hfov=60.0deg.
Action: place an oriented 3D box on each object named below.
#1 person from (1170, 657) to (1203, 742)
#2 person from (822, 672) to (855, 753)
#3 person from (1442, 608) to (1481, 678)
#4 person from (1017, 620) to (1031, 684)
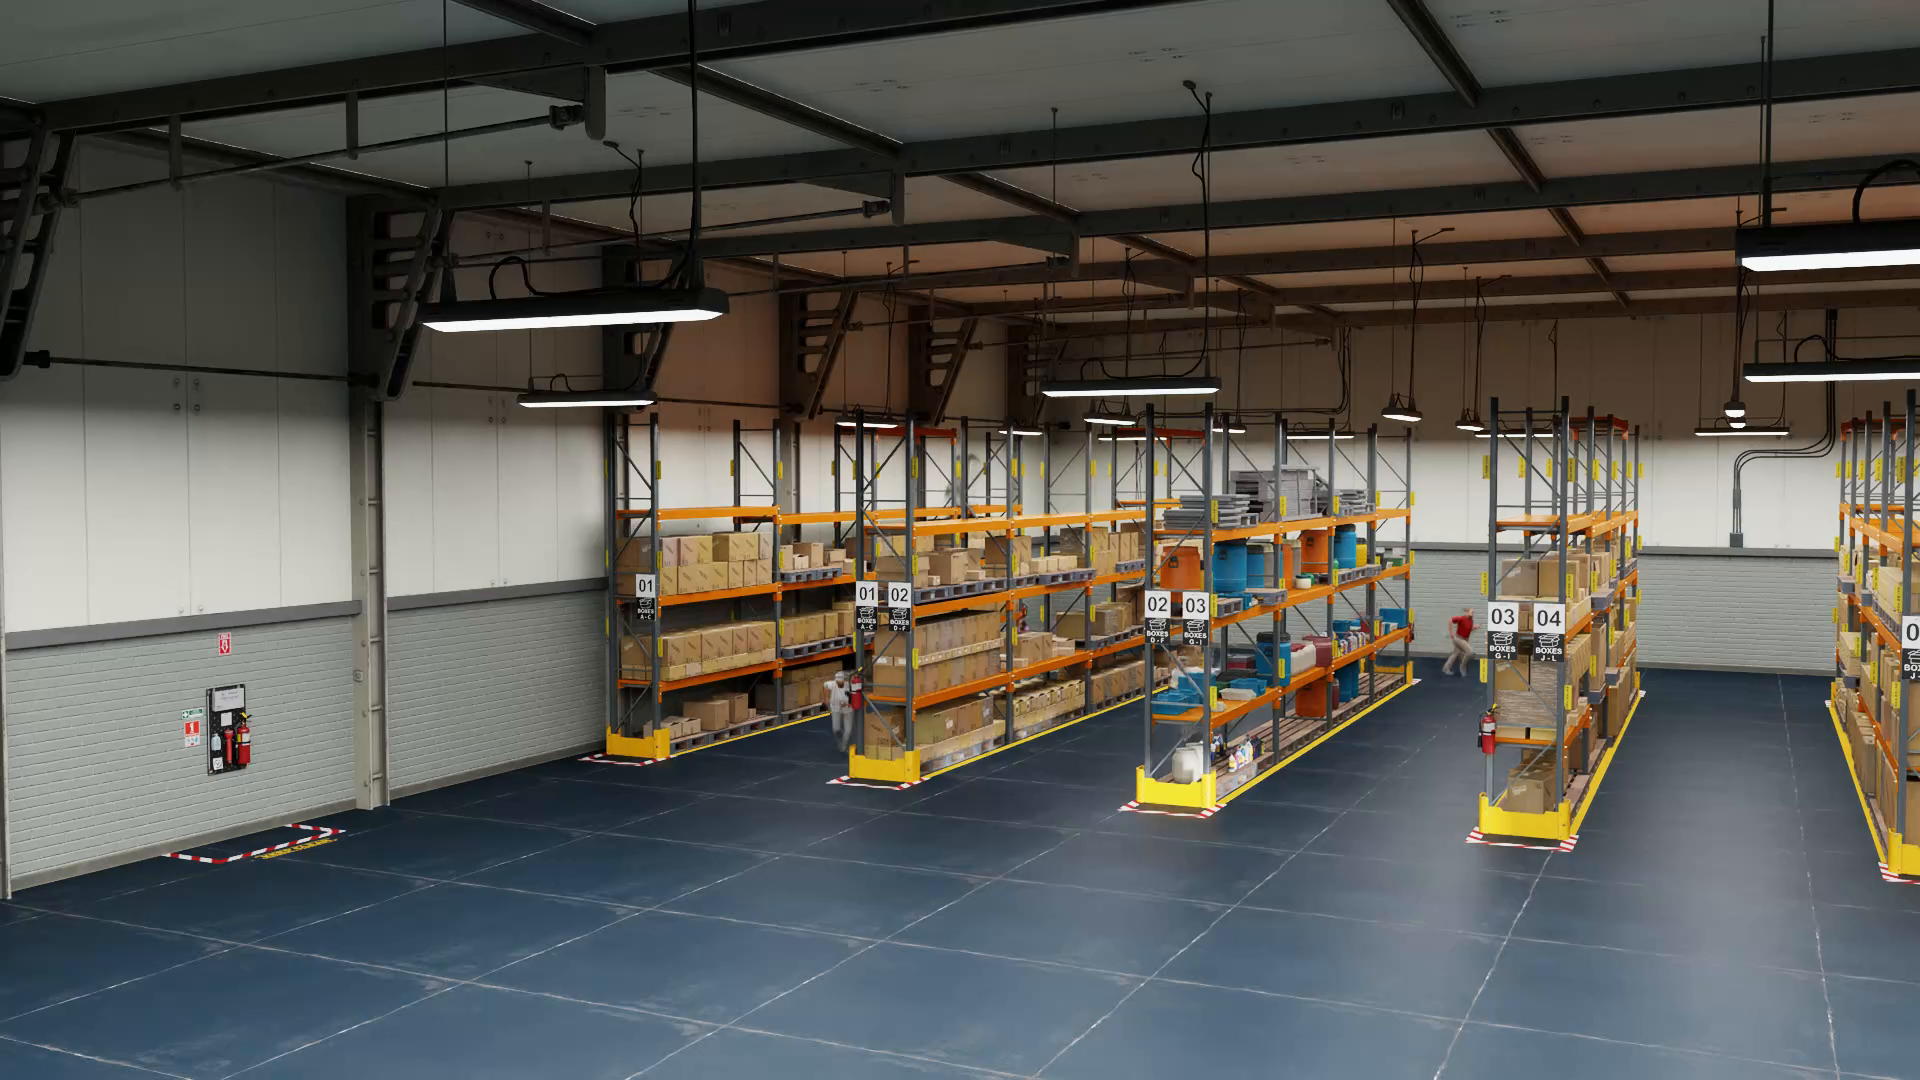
[{"bbox_3d":[4.272,2.946,30.901,0.653,1.610,0.949,2,3,34],"label":"person"},{"bbox_3d":[-2.113,3.027,29.168,0.637,1.496,0.838,0,2,3],"label":"person"},{"bbox_3d":[12.094,2.478,40.159,0.942,1.707,0.646,2,3,36],"label":"person"},{"bbox_3d":[1.524,2.615,39.127,0.532,1.537,0.710,1,3,18],"label":"person"}]
